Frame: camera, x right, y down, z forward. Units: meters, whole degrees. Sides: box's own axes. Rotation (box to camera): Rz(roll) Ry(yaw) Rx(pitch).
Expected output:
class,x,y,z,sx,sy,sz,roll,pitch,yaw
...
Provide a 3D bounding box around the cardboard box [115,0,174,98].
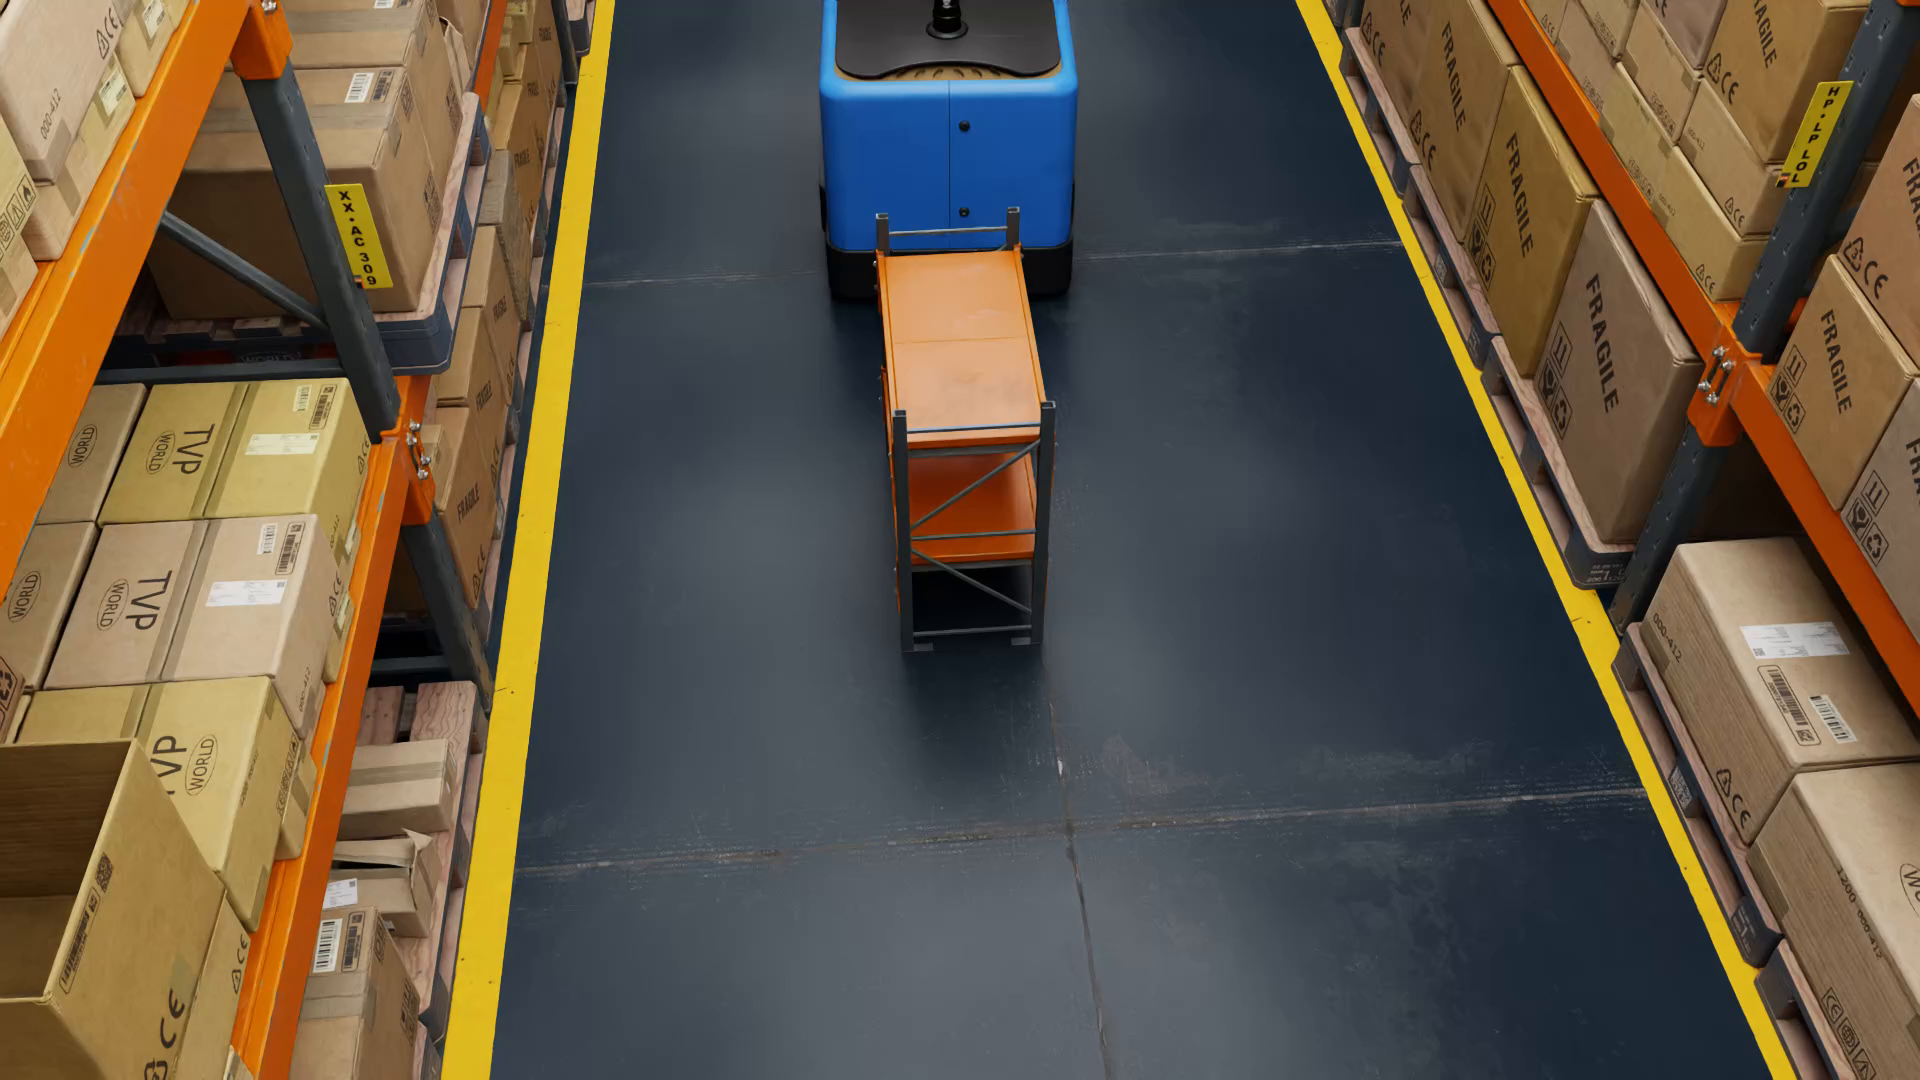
class,x,y,z,sx,sy,sz,roll,pitch,yaw
cardboard box,-1.766,-0.977,3.216,0.380,0.149,0.250,-4,47,-3

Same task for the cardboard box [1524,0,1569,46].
class,x,y,z,sx,sy,sz,roll,pitch,yaw
cardboard box,2.437,-2.122,6.297,0.500,0.250,0.500,-3,47,-3

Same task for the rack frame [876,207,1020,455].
class,x,y,z,sx,sy,sz,roll,pitch,yaw
rack frame,-0.042,-0.750,6.185,0.500,1.125,0.032,-3,47,-3

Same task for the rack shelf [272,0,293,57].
class,x,y,z,sx,sy,sz,roll,pitch,yaw
rack shelf,-2.276,-2.683,5.154,1.077,0.370,4.000,-3,47,-3

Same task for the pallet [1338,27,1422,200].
class,x,y,z,sx,sy,sz,roll,pitch,yaw
pallet,2.494,-2.116,8.109,1.003,0.211,1.213,-3,47,-3

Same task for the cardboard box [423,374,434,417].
class,x,y,z,sx,sy,sz,roll,pitch,yaw
cardboard box,-1.943,-0.523,5.460,0.380,0.149,0.250,-6,47,-5

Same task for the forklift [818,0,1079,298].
class,x,y,z,sx,sy,sz,roll,pitch,yaw
forklift,-0.085,-3.105,7.172,1.130,2.935,3.031,-1,47,-1

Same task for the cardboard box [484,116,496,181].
class,x,y,z,sx,sy,sz,roll,pitch,yaw
cardboard box,-2.066,-1.550,6.638,0.380,0.149,0.250,-6,47,-5

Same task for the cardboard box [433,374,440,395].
class,x,y,z,sx,sy,sz,roll,pitch,yaw
cardboard box,-2.006,-0.616,5.753,0.380,0.149,0.250,-6,47,-5

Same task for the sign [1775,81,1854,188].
class,x,y,z,sx,sy,sz,roll,pitch,yaw
sign,2.298,-1.087,4.470,0.100,0.325,0.005,-3,47,-3

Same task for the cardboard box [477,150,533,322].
class,x,y,z,sx,sy,sz,roll,pitch,yaw
cardboard box,-2.053,-1.222,6.774,0.500,0.500,0.500,-5,47,-5

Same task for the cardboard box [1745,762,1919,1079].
class,x,y,z,sx,sy,sz,roll,pitch,yaw
cardboard box,2.859,1.089,4.628,0.875,0.438,0.875,-5,47,-4

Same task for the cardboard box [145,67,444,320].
class,x,y,z,sx,sy,sz,roll,pitch,yaw
cardboard box,-1.926,-0.994,4.767,0.700,0.500,0.500,-2,47,-2

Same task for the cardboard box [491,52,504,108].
class,x,y,z,sx,sy,sz,roll,pitch,yaw
cardboard box,-2.141,-1.929,6.997,0.380,0.149,0.250,-2,47,-2

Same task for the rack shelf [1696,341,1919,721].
class,x,y,z,sx,sy,sz,roll,pitch,yaw
rack shelf,3.005,0.938,3.791,1.077,0.370,4.000,-3,47,-3

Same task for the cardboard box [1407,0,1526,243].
class,x,y,z,sx,sy,sz,roll,pitch,yaw
cardboard box,2.548,-1.913,7.170,0.875,0.875,0.875,-3,47,-3

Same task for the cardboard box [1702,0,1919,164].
class,x,y,z,sx,sy,sz,roll,pitch,yaw
cardboard box,2.550,-1.442,4.792,0.500,0.500,0.500,-2,47,-2

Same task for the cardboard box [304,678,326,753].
class,x,y,z,sx,sy,sz,roll,pitch,yaw
cardboard box,-1.746,0.415,3.964,0.380,0.149,0.250,-2,47,-2

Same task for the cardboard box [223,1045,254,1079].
class,x,y,z,sx,sy,sz,roll,pitch,yaw
cardboard box,-1.628,1.150,3.268,0.380,0.149,0.250,-3,47,-2

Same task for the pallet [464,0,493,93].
class,x,y,z,sx,sy,sz,roll,pitch,yaw
pallet,-2.276,-1.873,6.090,1.003,0.211,1.213,-3,47,-3

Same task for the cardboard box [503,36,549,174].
class,x,y,z,sx,sy,sz,roll,pitch,yaw
cardboard box,-2.162,-1.975,7.487,0.500,0.500,0.500,-4,47,-4

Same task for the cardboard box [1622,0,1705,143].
class,x,y,z,sx,sy,sz,roll,pitch,yaw
cardboard box,2.509,-1.542,5.403,0.500,0.250,0.500,-2,47,-2

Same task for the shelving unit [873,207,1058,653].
class,x,y,z,sx,sy,sz,roll,pitch,yaw
shelving unit,0.001,-0.382,5.837,0.538,1.125,1.048,-3,47,-3

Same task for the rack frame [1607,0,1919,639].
class,x,y,z,sx,sy,sz,roll,pitch,yaw
rack frame,2.838,-0.756,4.900,1.000,3.000,0.127,-3,47,-3

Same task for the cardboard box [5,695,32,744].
class,x,y,z,sx,sy,sz,roll,pitch,yaw
cardboard box,-2.246,0.608,3.506,0.500,0.250,0.500,-3,47,-2

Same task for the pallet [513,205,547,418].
class,x,y,z,sx,sy,sz,roll,pitch,yaw
pallet,-2.319,-0.964,7.017,1.003,0.211,1.213,-3,47,-3

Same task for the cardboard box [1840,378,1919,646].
class,x,y,z,sx,sy,sz,roll,pitch,yaw
cardboard box,2.654,-0.071,4.182,0.500,0.500,0.500,-3,47,-3

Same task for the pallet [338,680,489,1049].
class,x,y,z,sx,sy,sz,roll,pitch,yaw
pallet,-2.052,1.004,5.154,1.003,0.211,1.213,-3,47,-3

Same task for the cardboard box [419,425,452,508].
class,x,y,z,sx,sy,sz,roll,pitch,yaw
cardboard box,-1.873,-0.235,5.392,0.380,0.149,0.250,-1,47,-1

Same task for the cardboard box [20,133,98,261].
class,x,y,z,sx,sy,sz,roll,pitch,yaw
cardboard box,-1.736,-0.604,2.863,0.380,0.149,0.250,-4,47,-3

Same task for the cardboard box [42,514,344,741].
class,x,y,z,sx,sy,sz,roll,pitch,yaw
cardboard box,-1.766,0.213,3.881,0.500,0.250,0.500,-3,47,-3

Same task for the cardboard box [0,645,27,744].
class,x,y,z,sx,sy,sz,roll,pitch,yaw
cardboard box,-2.249,0.333,3.250,0.500,0.500,0.500,-5,47,-4

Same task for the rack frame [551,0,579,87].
class,x,y,z,sx,sy,sz,roll,pitch,yaw
rack frame,-2.443,-3.346,7.353,1.000,3.000,0.127,-3,47,-3

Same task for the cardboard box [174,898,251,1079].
class,x,y,z,sx,sy,sz,roll,pitch,yaw
cardboard box,-1.695,0.947,3.185,0.500,0.250,0.500,-5,47,-4

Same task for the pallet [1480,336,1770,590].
class,x,y,z,sx,sy,sz,roll,pitch,yaw
pallet,2.698,-0.351,6.437,1.003,0.211,1.213,-3,47,-3

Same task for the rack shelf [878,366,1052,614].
class,x,y,z,sx,sy,sz,roll,pitch,yaw
rack shelf,0.001,-0.214,6.014,0.538,0.278,1.000,-3,47,-3

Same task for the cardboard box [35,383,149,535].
class,x,y,z,sx,sy,sz,roll,pitch,yaw
cardboard box,-2.336,-0.128,4.203,0.500,0.250,0.500,-4,47,-4

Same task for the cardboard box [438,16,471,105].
class,x,y,z,sx,sy,sz,roll,pitch,yaw
cardboard box,-1.842,-1.578,5.482,0.396,0.266,0.258,-1,47,-1

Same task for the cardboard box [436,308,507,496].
class,x,y,z,sx,sy,sz,roll,pitch,yaw
cardboard box,-1.979,-0.485,6.076,0.500,0.500,0.500,-4,47,-4

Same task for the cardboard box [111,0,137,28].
class,x,y,z,sx,sy,sz,roll,pitch,yaw
cardboard box,-1.818,-1.200,3.153,0.500,0.250,0.500,-3,47,-3

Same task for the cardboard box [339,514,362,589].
class,x,y,z,sx,sy,sz,roll,pitch,yaw
cardboard box,-1.786,0.037,4.322,0.380,0.149,0.250,-2,47,-2

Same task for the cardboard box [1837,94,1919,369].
class,x,y,z,sx,sy,sz,roll,pitch,yaw
cardboard box,2.636,-0.775,4.160,0.500,0.500,0.500,-3,47,-3

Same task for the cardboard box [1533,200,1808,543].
class,x,y,z,sx,sy,sz,roll,pitch,yaw
cardboard box,2.706,-0.613,5.939,0.875,0.875,0.875,-2,47,-2

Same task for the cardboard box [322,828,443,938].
class,x,y,z,sx,sy,sz,roll,pitch,yaw
cardboard box,-1.739,0.988,4.842,0.396,0.266,0.258,-2,47,-2

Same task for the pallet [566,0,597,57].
class,x,y,z,sx,sy,sz,roll,pitch,yaw
pallet,-2.473,-2.985,8.931,1.003,0.211,1.213,-3,47,-3

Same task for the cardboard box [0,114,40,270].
class,x,y,z,sx,sy,sz,roll,pitch,yaw
cardboard box,-1.733,-0.453,2.446,0.500,0.250,0.500,-3,47,-2

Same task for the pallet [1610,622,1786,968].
class,x,y,z,sx,sy,sz,roll,pitch,yaw
pallet,2.823,0.758,5.387,1.003,0.211,1.213,-3,47,-3

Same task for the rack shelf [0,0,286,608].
class,x,y,z,sx,sy,sz,roll,pitch,yaw
rack shelf,-1.941,0.211,2.413,1.077,0.370,4.000,-3,47,-3

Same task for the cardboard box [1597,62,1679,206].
class,x,y,z,sx,sy,sz,roll,pitch,yaw
cardboard box,2.508,-1.382,5.596,0.500,0.250,0.500,-4,47,-4

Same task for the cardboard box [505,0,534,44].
class,x,y,z,sx,sy,sz,roll,pitch,yaw
cardboard box,-2.096,-2.316,7.363,0.380,0.149,0.250,-6,47,-5
